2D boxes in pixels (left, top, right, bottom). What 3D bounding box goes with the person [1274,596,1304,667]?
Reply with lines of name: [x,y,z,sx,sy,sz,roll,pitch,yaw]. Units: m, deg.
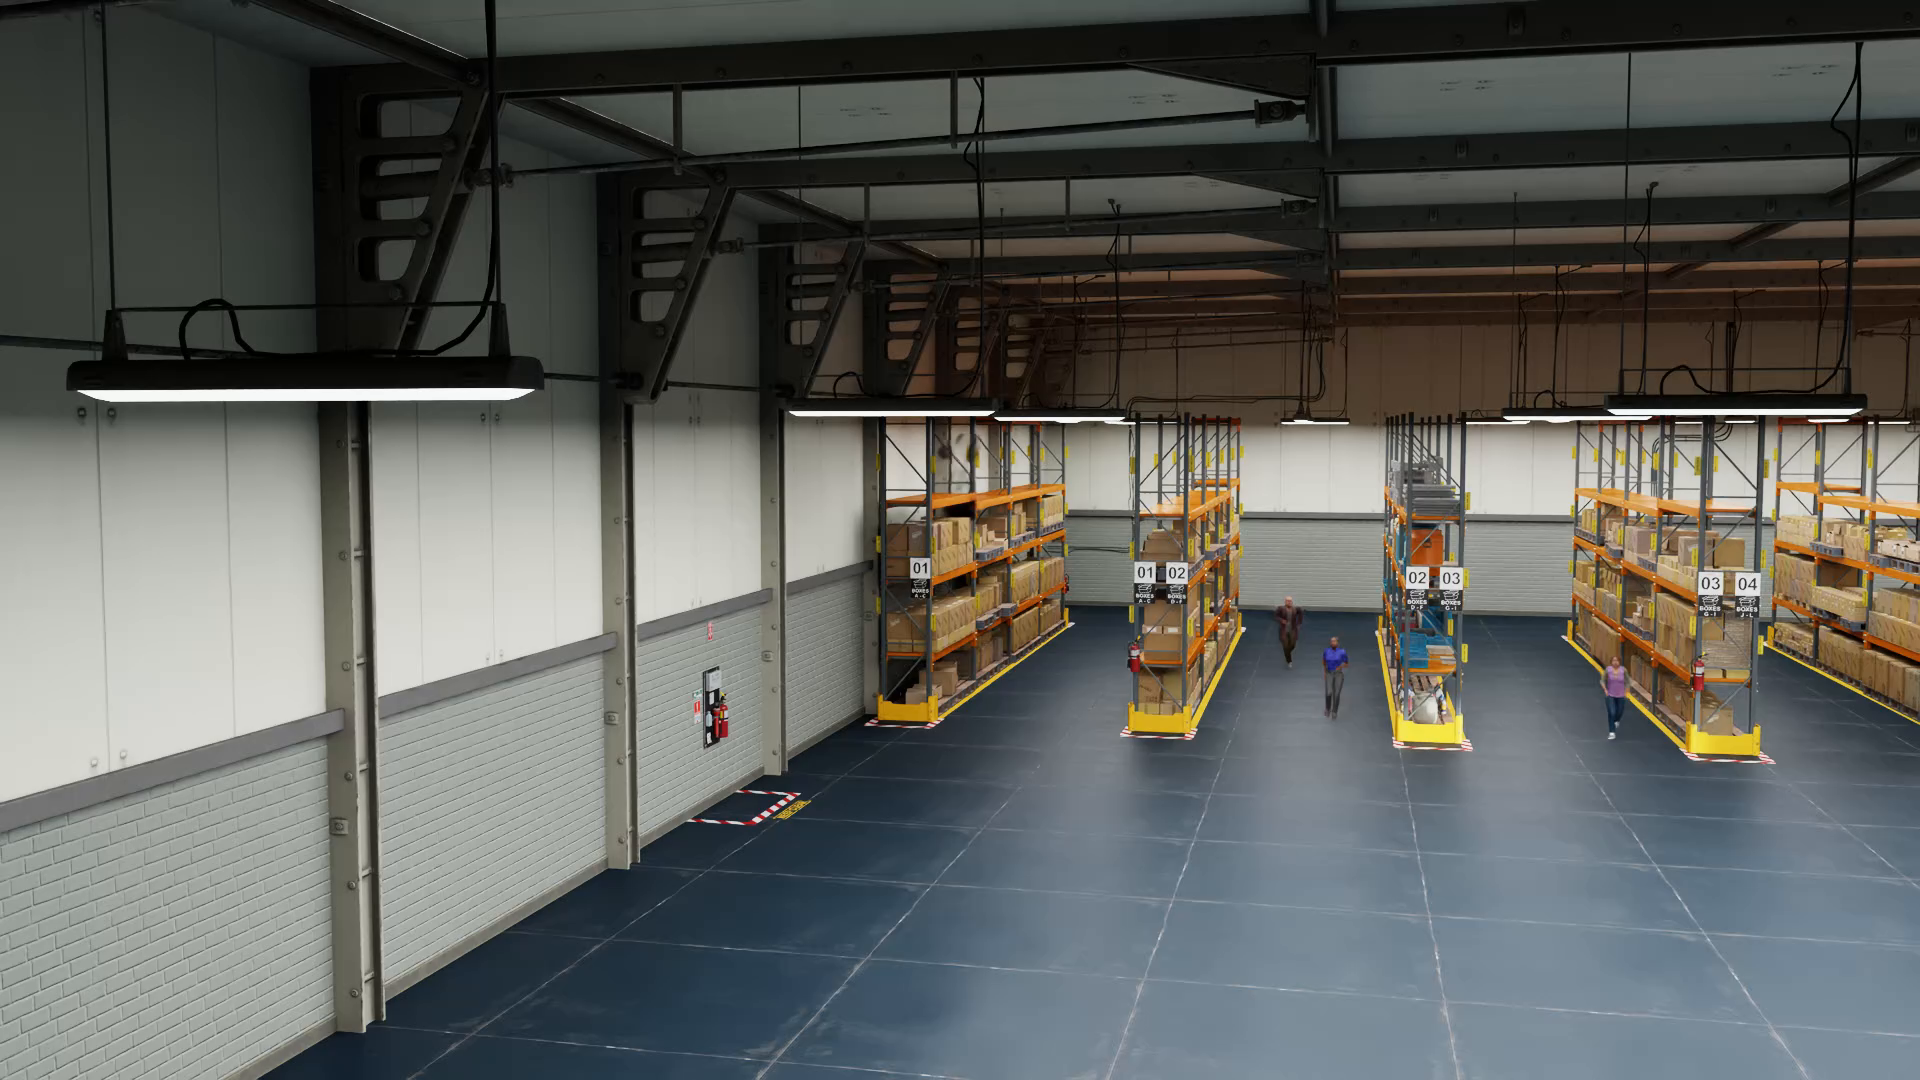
person: [7.862,2.196,39.751,0.701,1.728,0.754,1,4,8]

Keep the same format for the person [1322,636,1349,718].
person: [7.344,2.700,32.623,0.554,1.634,0.632,1,4,21]

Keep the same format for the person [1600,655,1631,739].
person: [12.067,2.878,30.629,0.547,1.562,0.602,1,4,19]
